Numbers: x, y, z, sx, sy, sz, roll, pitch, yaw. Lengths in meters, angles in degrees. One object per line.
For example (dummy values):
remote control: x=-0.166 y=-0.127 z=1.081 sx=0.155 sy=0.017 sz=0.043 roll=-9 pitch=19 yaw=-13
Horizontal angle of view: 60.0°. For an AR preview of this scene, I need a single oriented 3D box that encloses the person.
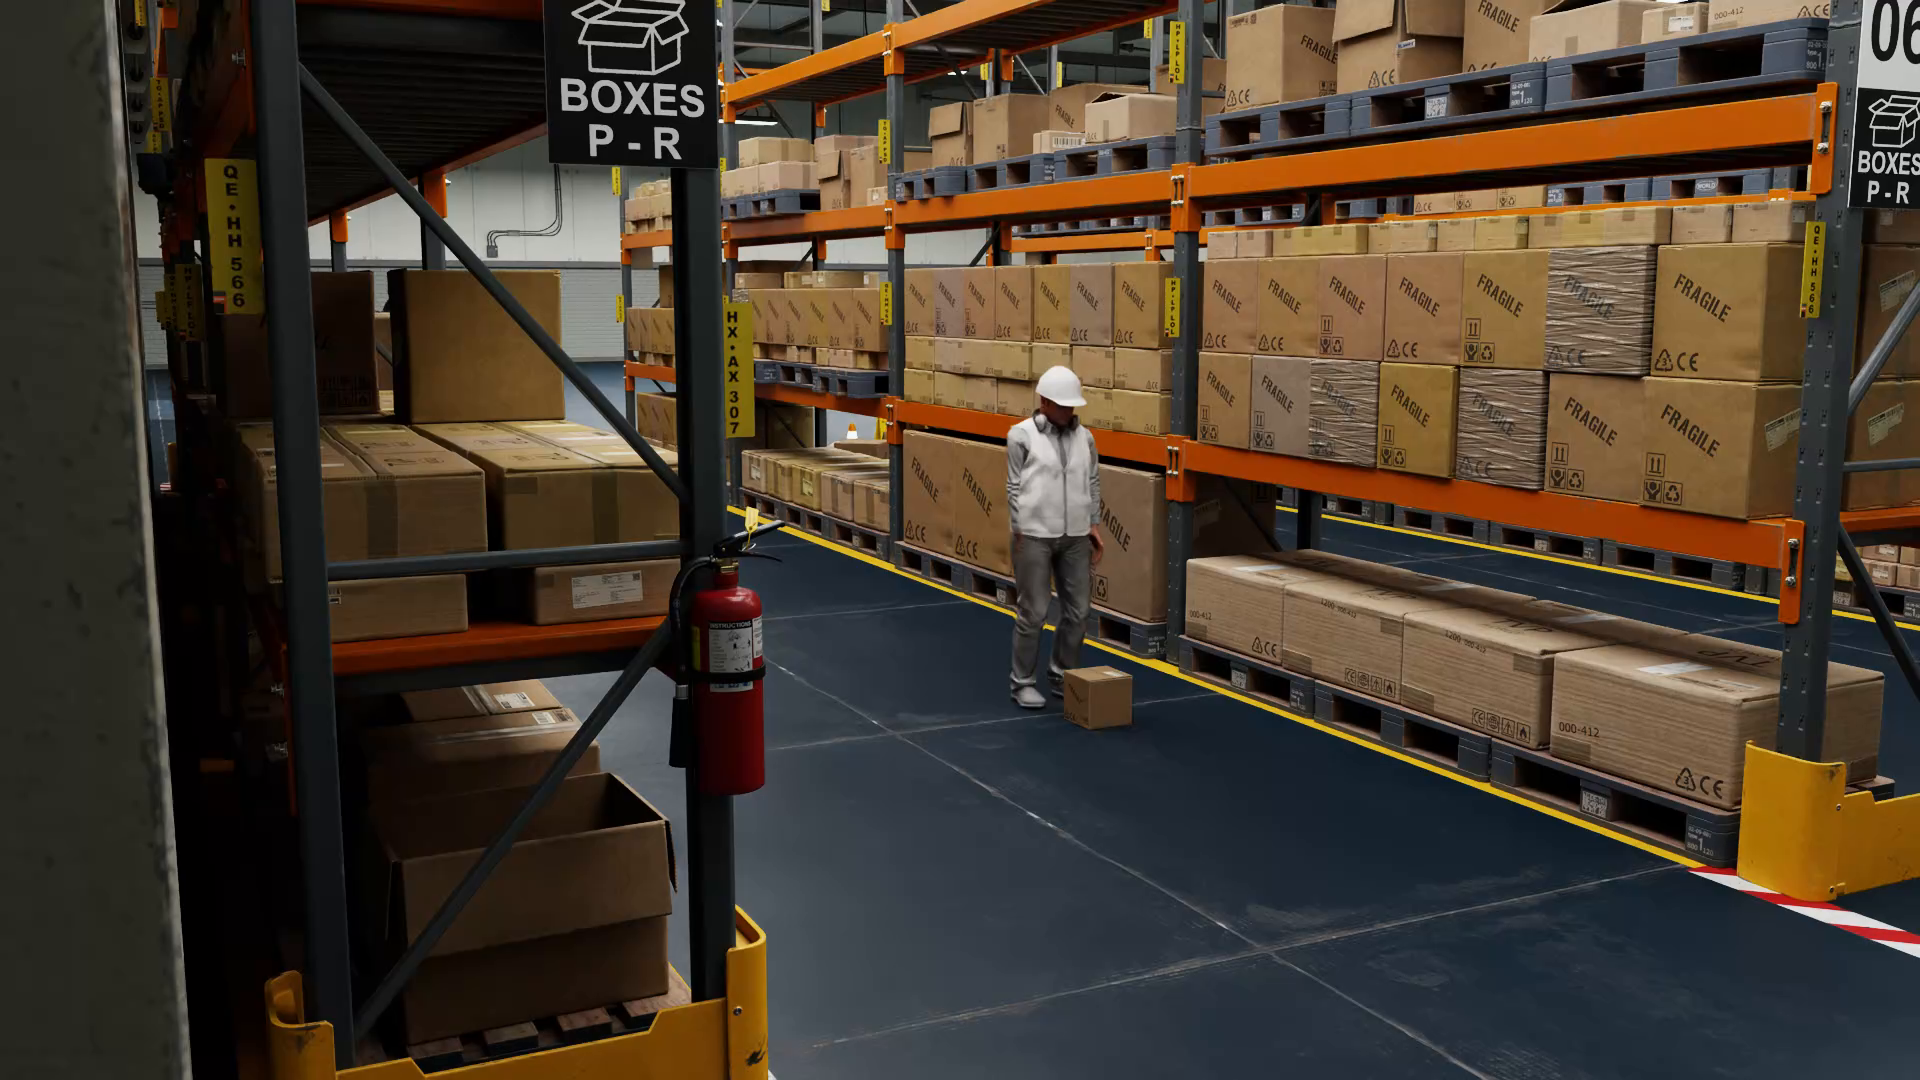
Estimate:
person: x=0.494 y=-0.023 z=8.629 sx=0.538 sy=1.759 sz=0.379 roll=-4 pitch=9 yaw=-25
